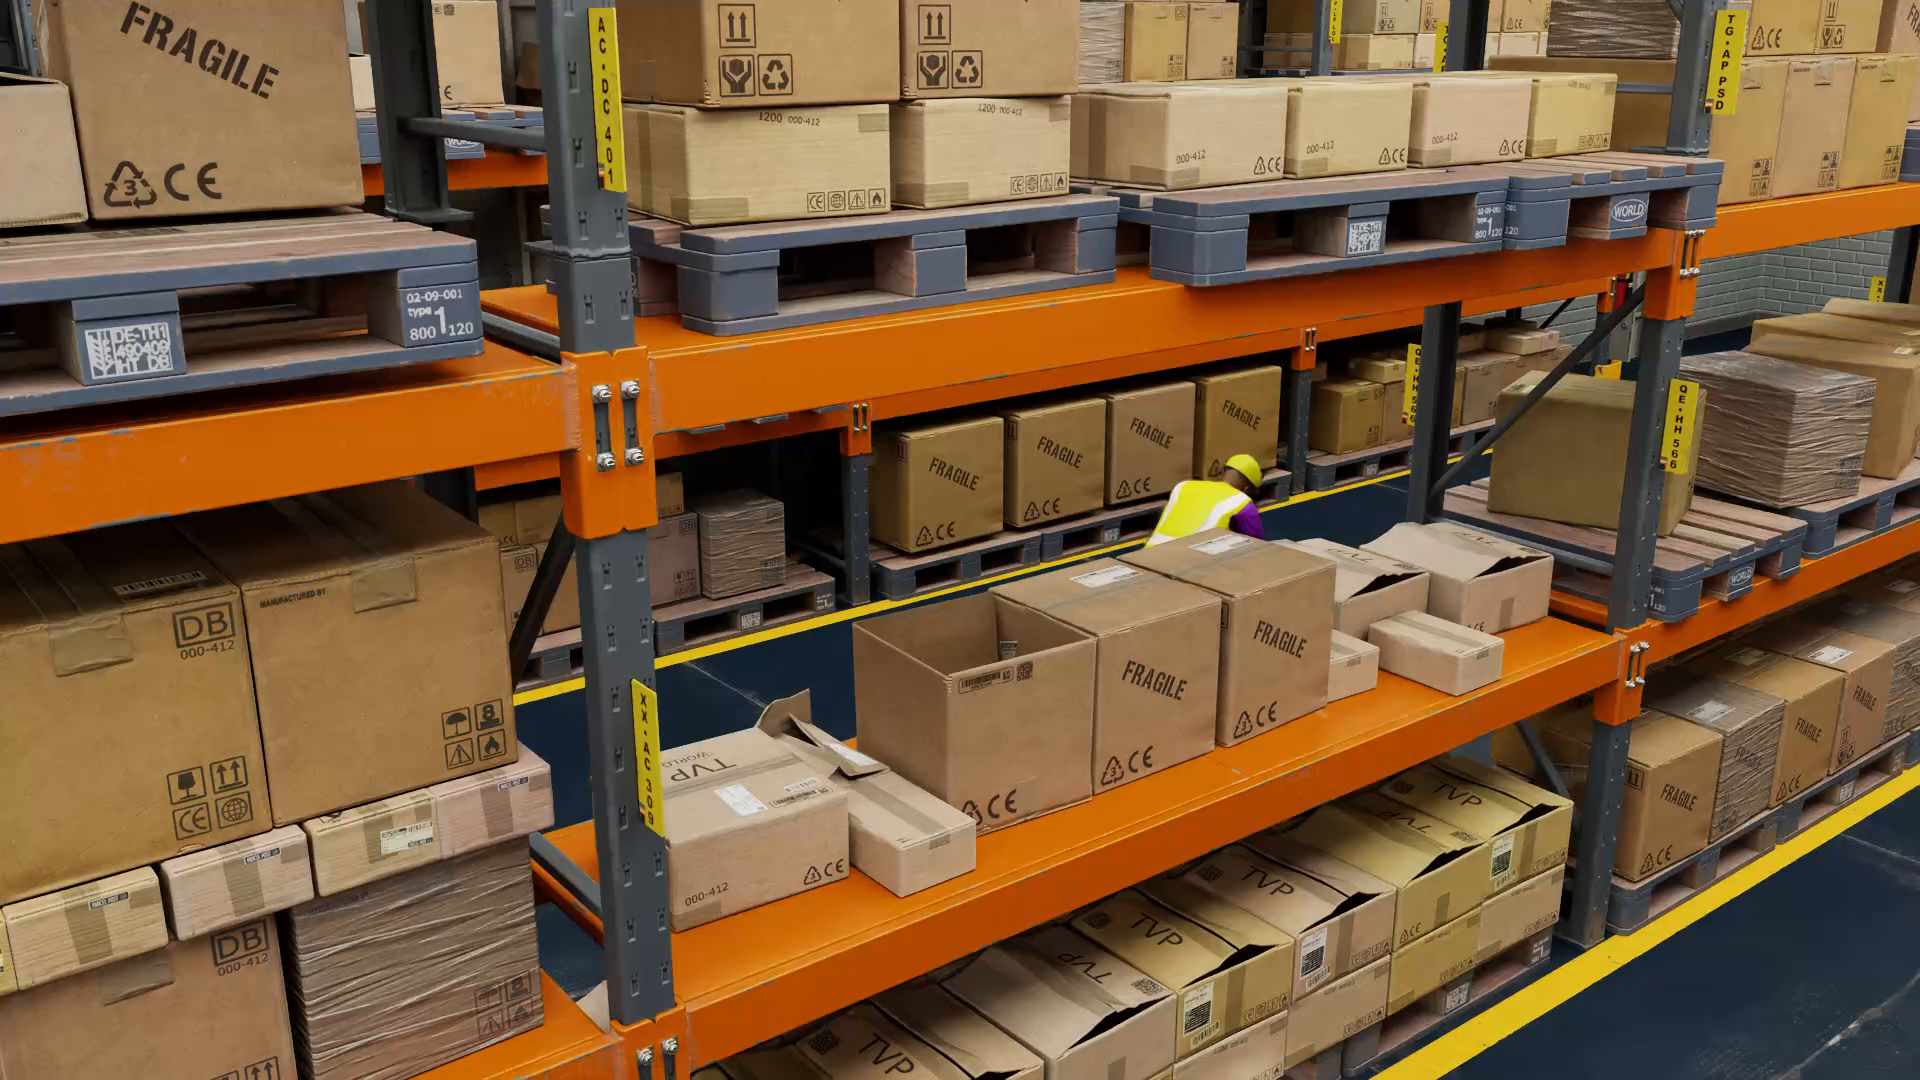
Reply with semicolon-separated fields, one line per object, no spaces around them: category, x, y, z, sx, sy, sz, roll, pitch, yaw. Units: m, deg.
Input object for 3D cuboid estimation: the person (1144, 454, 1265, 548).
person;1.285;0.173;8.896;0.839;1.207;0.620;-13;22;-36
